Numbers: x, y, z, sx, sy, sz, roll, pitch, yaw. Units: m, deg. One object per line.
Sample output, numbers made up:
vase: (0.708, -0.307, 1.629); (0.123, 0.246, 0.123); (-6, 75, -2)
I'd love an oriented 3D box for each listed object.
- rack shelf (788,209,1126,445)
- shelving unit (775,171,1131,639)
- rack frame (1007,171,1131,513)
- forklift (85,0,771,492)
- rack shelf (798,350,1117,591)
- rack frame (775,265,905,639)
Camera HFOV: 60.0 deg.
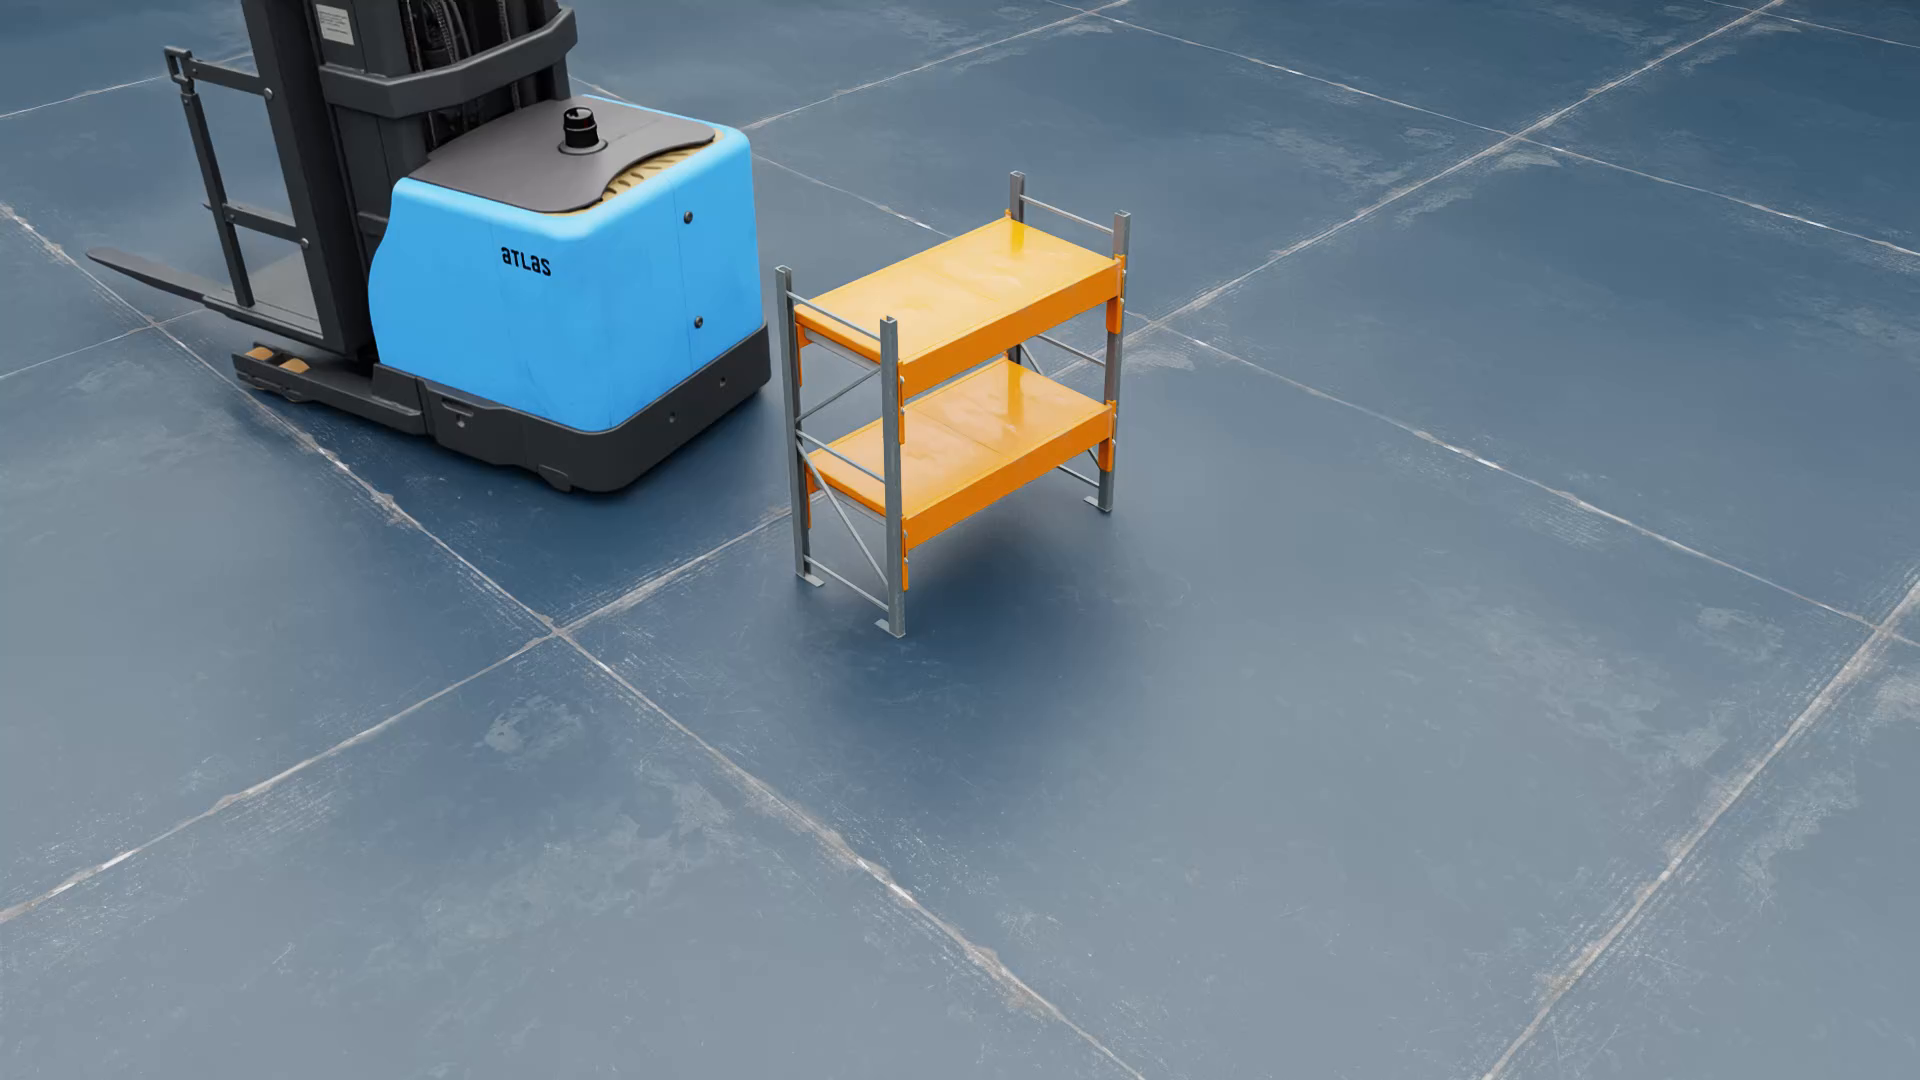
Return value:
rack shelf: (-0.005, -0.699, 5.257); (0.538, 0.278, 1.000); (30, 45, 35)
shelving unit: (-0.005, -0.459, 5.424); (0.538, 1.125, 1.048); (30, 45, 35)
rack frame: (0.353, -0.665, 5.720); (0.500, 1.125, 0.032); (30, 45, 35)
forklift: (-2.277, -1.984, 6.032); (3.031, 2.935, 1.130); (18, 39, 24)
rack shelf: (-0.005, -0.258, 5.564); (0.538, 0.278, 1.000); (30, 45, 35)
rack frame: (-0.363, -0.252, 5.128); (0.500, 1.125, 0.032); (30, 45, 35)
